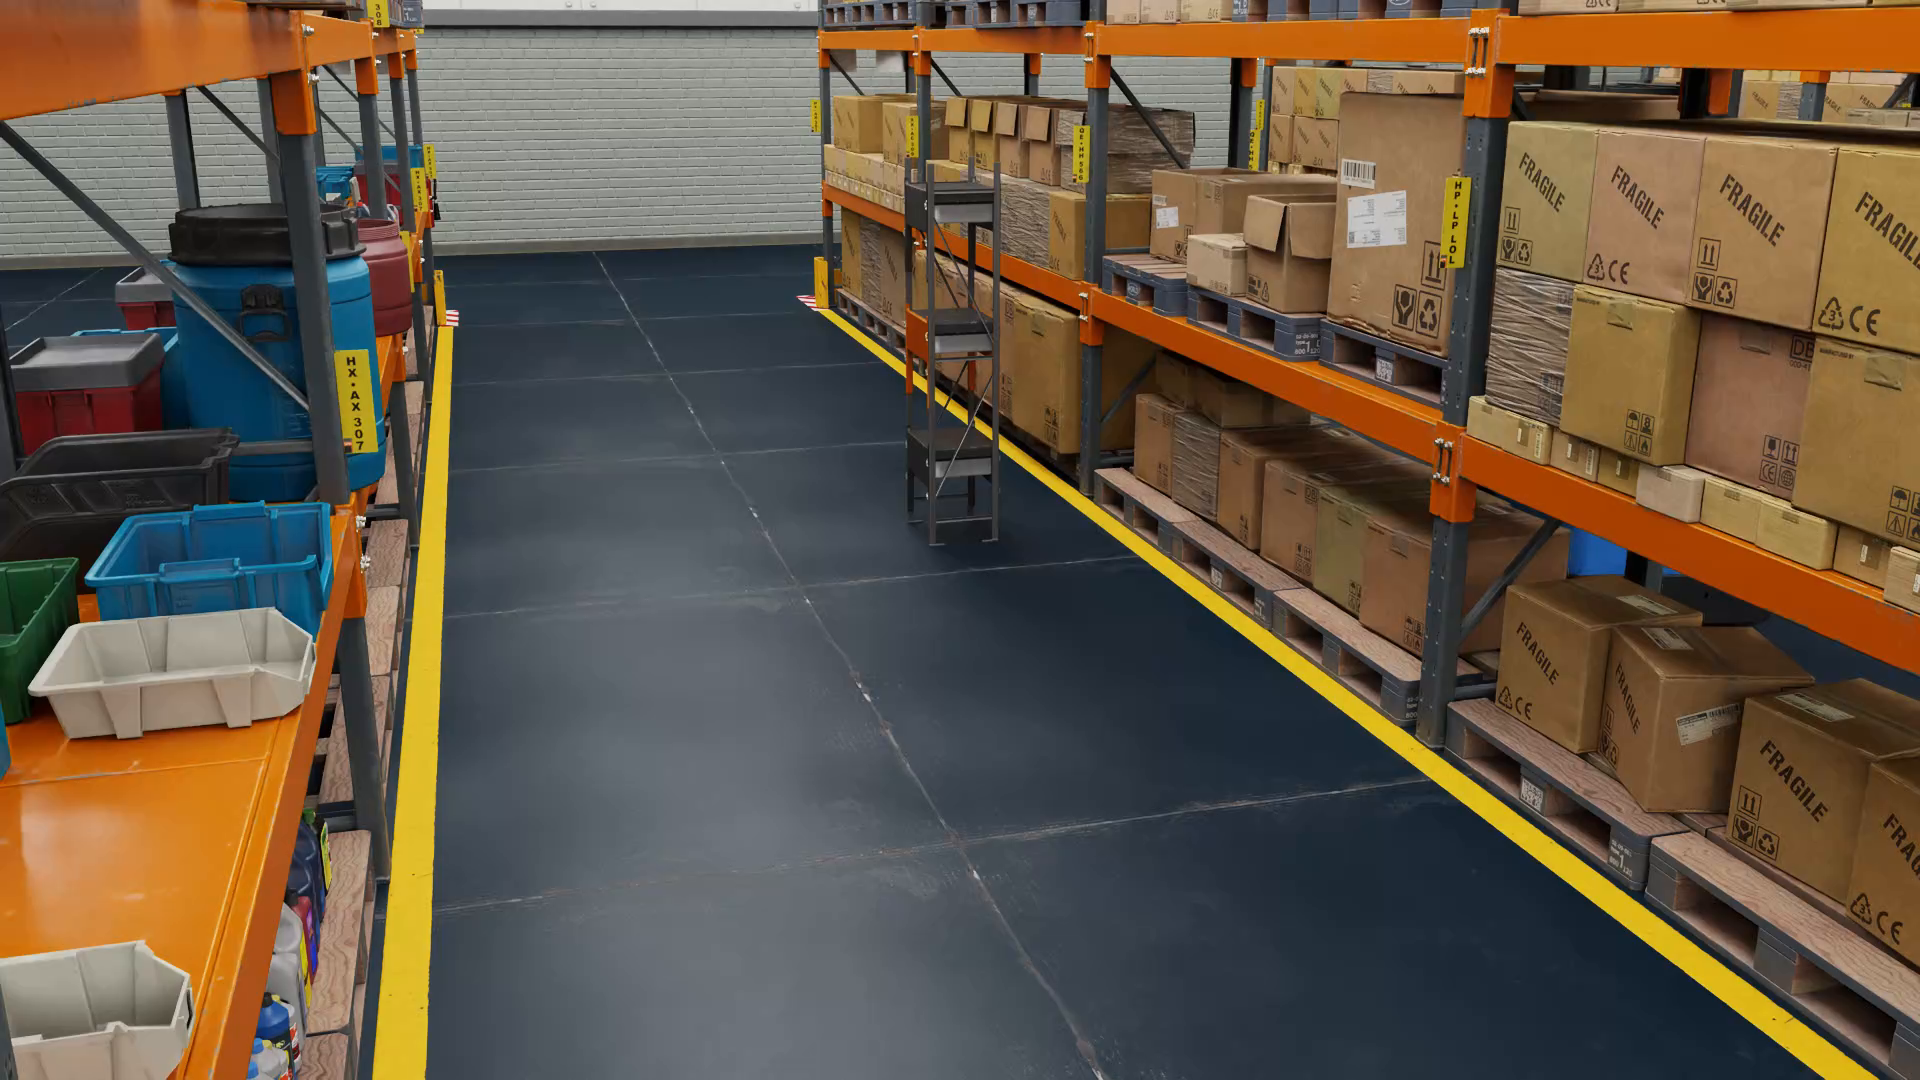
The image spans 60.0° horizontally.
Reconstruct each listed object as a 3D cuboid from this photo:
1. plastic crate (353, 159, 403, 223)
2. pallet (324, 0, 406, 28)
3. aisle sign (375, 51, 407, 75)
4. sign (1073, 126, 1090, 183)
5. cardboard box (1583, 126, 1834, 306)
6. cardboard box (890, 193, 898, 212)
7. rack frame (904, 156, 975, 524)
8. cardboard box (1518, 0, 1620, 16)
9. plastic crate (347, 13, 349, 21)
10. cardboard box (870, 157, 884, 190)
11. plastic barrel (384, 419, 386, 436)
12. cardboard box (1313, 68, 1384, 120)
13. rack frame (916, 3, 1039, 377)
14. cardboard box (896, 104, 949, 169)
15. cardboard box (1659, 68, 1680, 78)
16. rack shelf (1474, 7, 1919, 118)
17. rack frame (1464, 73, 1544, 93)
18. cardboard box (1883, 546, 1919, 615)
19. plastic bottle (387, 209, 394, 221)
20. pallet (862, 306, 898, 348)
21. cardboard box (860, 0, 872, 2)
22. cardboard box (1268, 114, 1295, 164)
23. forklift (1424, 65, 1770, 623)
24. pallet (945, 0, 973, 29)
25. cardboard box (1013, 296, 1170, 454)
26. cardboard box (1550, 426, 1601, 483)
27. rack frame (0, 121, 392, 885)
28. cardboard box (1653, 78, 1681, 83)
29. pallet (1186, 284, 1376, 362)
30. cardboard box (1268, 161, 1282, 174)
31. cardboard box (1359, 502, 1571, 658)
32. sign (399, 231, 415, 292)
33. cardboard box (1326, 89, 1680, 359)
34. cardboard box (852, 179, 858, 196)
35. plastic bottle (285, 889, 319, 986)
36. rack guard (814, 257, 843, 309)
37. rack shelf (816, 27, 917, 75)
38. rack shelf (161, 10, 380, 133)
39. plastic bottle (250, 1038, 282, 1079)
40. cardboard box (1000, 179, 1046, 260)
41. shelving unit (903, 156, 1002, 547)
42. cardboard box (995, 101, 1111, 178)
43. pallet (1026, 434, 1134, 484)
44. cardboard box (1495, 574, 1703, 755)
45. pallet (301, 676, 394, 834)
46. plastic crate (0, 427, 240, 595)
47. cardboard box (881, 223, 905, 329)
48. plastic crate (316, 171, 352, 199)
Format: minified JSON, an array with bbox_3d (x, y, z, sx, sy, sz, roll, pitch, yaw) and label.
[{"bbox_3d":[-4.620,-2.797,13.335,0.402,0.464,0.583,-5,17,-15],"label":"plastic crate"},{"bbox_3d":[-3.992,-3.295,10.321,1.003,0.211,1.213,-5,17,-15],"label":"pallet"},{"bbox_3d":[-5.453,-4.866,15.918,0.394,0.787,0.004,-5,17,-15],"label":"aisle sign"},{"bbox_3d":[0.713,-2.266,9.769,0.100,0.325,0.005,-5,17,-15],"label":"sign"},{"bbox_3d":[2.363,-1.036,5.259,0.500,0.500,0.500,-5,17,-15],"label":"cardboard box"},{"bbox_3d":[-0.394,-2.943,14.472,0.380,0.149,0.250,-5,17,-16],"label":"cardboard box"},{"bbox_3d":[-0.113,-1.119,9.527,0.400,2.100,0.015,-5,17,-15],"label":"rack frame"},{"bbox_3d":[2.222,-1.870,5.510,0.500,0.250,0.500,-5,18,-17],"label":"cardboard box"},{"bbox_3d":[-4.694,-4.210,13.268,0.497,0.269,0.590,-5,17,-15],"label":"plastic crate"},{"bbox_3d":[-0.513,-3.319,15.031,0.500,0.250,0.500,-4,17,-14],"label":"cardboard box"},{"bbox_3d":[-3.978,-0.857,10.554,0.600,0.588,0.708,-5,17,-15],"label":"plastic barrel"},{"bbox_3d":[3.978,-4.573,17.032,0.500,0.500,0.500,-5,17,-16],"label":"cardboard box"},{"bbox_3d":[0.146,-2.863,13.768,1.000,3.000,0.127,-5,17,-15],"label":"rack frame"},{"bbox_3d":[-0.237,-3.399,13.992,0.500,0.500,0.500,-4,17,-14],"label":"cardboard box"},{"bbox_3d":[8.407,-5.470,19.409,0.380,0.149,0.250,-4,17,-14],"label":"cardboard box"},{"bbox_3d":[2.894,-1.189,4.232,1.077,0.370,4.000,-5,17,-15],"label":"rack shelf"},{"bbox_3d":[4.943,-3.227,14.981,1.000,3.000,0.127,-5,17,-15],"label":"rack frame"},{"bbox_3d":[2.654,0.108,4.316,0.380,0.149,0.250,-5,17,-15],"label":"cardboard box"},{"bbox_3d":[-3.998,-2.168,11.541,0.144,0.351,0.185,-5,17,-15],"label":"plastic bottle"},{"bbox_3d":[-0.326,-2.082,16.016,1.003,0.211,1.213,-5,17,-15],"label":"pallet"},{"bbox_3d":[-0.531,-5.259,15.453,0.700,0.500,0.500,-6,18,-19],"label":"cardboard box"},{"bbox_3d":[3.701,-4.378,18.121,0.500,0.500,0.500,-4,17,-13],"label":"cardboard box"},{"bbox_3d":[3.308,-1.373,8.929,1.130,2.935,3.031,-1,17,-2],"label":"forklift"},{"bbox_3d":[0.446,-3.958,12.533,0.805,0.209,1.217,-5,18,-17],"label":"pallet"},{"bbox_3d":[1.076,-1.132,10.971,1.225,0.875,0.875,-6,18,-18],"label":"cardboard box"},{"bbox_3d":[2.266,-0.309,5.704,0.380,0.149,0.250,-5,17,-15],"label":"cardboard box"},{"bbox_3d":[-2.418,-0.258,5.098,1.000,3.000,0.127,-5,17,-15],"label":"rack frame"},{"bbox_3d":[8.433,-5.124,19.385,0.500,0.500,0.500,-5,17,-16],"label":"cardboard box"},{"bbox_3d":[1.829,-1.120,8.300,1.003,0.211,1.213,-5,17,-15],"label":"pallet"},{"bbox_3d":[3.617,-4.098,18.316,0.380,0.149,0.250,-5,17,-16],"label":"cardboard box"},{"bbox_3d":[2.197,0.165,7.269,0.700,0.500,0.500,-6,18,-20],"label":"cardboard box"},{"bbox_3d":[-2.990,-1.488,8.909,0.100,0.325,0.005,-5,17,-15],"label":"sign"},{"bbox_3d":[2.261,-1.369,7.023,1.000,1.000,1.000,-5,17,-15],"label":"cardboard box"},{"bbox_3d":[-0.817,-3.369,15.891,0.380,0.149,0.250,-5,17,-16],"label":"cardboard box"},{"bbox_3d":[-1.826,1.082,4.592,0.061,0.283,0.133,-4,17,-12],"label":"plastic bottle"},{"bbox_3d":[-0.960,-2.779,17.833,1.175,0.500,0.348,-5,17,-15],"label":"rack guard"},{"bbox_3d":[-0.403,-4.508,15.282,1.077,0.370,4.000,-5,17,-15],"label":"rack shelf"},{"bbox_3d":[-2.967,-1.904,6.612,1.077,0.370,4.000,-5,17,-15],"label":"rack shelf"},{"bbox_3d":[-1.639,1.295,3.903,0.097,0.271,0.097,0,17,0],"label":"plastic bottle"},{"bbox_3d":[0.594,-2.203,11.398,0.500,0.500,0.500,-5,18,-17],"label":"cardboard box"},{"bbox_3d":[-0.045,-1.051,9.302,0.431,2.100,0.503,-5,17,-15],"label":"shelving unit"},{"bbox_3d":[0.693,-2.854,11.820,0.797,0.503,0.637,-4,17,-13],"label":"cardboard box"},{"bbox_3d":[1.101,-0.645,11.232,1.003,0.211,1.213,-5,17,-15],"label":"pallet"},{"bbox_3d":[2.416,0.460,6.322,0.500,0.500,0.500,-5,18,-17],"label":"cardboard box"},{"bbox_3d":[-2.671,0.863,6.212,1.003,0.211,1.213,-5,17,-15],"label":"pallet"},{"bbox_3d":[-2.396,-0.074,4.591,0.767,0.338,0.504,-5,17,-15],"label":"plastic crate"},{"bbox_3d":[-0.206,-2.484,15.471,0.875,0.875,0.875,-5,17,-15],"label":"cardboard box"},{"bbox_3d":[-5.783,-3.250,15.243,0.416,0.233,0.300,-5,17,-15],"label":"plastic crate"}]
